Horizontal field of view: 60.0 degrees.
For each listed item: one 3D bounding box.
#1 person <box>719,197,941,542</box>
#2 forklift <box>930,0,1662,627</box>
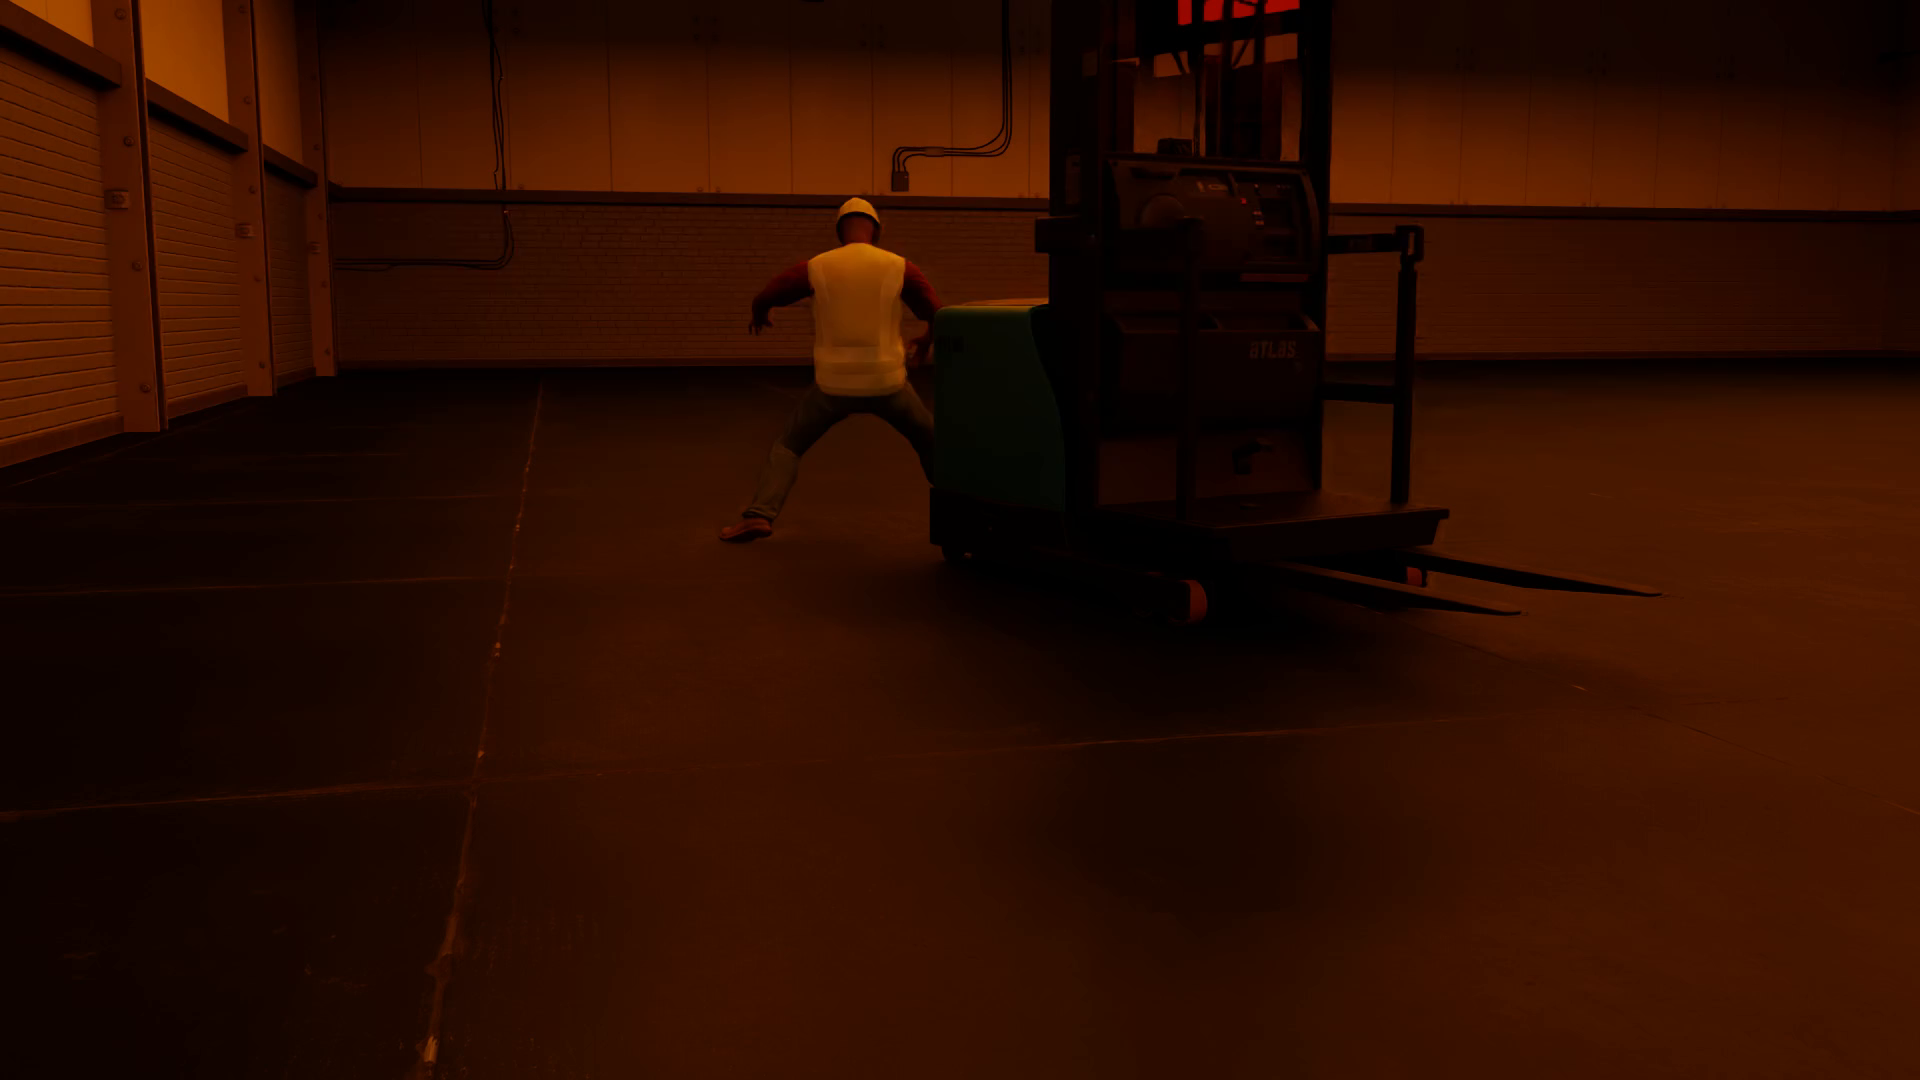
[{"bbox_3d":[-0.516,-0.807,7.858,1.193,1.583,0.923,0,8,-1],"label":"person"},{"bbox_3d":[1.050,-1.230,5.924,1.130,2.935,3.031,-5,9,-30],"label":"forklift"}]
